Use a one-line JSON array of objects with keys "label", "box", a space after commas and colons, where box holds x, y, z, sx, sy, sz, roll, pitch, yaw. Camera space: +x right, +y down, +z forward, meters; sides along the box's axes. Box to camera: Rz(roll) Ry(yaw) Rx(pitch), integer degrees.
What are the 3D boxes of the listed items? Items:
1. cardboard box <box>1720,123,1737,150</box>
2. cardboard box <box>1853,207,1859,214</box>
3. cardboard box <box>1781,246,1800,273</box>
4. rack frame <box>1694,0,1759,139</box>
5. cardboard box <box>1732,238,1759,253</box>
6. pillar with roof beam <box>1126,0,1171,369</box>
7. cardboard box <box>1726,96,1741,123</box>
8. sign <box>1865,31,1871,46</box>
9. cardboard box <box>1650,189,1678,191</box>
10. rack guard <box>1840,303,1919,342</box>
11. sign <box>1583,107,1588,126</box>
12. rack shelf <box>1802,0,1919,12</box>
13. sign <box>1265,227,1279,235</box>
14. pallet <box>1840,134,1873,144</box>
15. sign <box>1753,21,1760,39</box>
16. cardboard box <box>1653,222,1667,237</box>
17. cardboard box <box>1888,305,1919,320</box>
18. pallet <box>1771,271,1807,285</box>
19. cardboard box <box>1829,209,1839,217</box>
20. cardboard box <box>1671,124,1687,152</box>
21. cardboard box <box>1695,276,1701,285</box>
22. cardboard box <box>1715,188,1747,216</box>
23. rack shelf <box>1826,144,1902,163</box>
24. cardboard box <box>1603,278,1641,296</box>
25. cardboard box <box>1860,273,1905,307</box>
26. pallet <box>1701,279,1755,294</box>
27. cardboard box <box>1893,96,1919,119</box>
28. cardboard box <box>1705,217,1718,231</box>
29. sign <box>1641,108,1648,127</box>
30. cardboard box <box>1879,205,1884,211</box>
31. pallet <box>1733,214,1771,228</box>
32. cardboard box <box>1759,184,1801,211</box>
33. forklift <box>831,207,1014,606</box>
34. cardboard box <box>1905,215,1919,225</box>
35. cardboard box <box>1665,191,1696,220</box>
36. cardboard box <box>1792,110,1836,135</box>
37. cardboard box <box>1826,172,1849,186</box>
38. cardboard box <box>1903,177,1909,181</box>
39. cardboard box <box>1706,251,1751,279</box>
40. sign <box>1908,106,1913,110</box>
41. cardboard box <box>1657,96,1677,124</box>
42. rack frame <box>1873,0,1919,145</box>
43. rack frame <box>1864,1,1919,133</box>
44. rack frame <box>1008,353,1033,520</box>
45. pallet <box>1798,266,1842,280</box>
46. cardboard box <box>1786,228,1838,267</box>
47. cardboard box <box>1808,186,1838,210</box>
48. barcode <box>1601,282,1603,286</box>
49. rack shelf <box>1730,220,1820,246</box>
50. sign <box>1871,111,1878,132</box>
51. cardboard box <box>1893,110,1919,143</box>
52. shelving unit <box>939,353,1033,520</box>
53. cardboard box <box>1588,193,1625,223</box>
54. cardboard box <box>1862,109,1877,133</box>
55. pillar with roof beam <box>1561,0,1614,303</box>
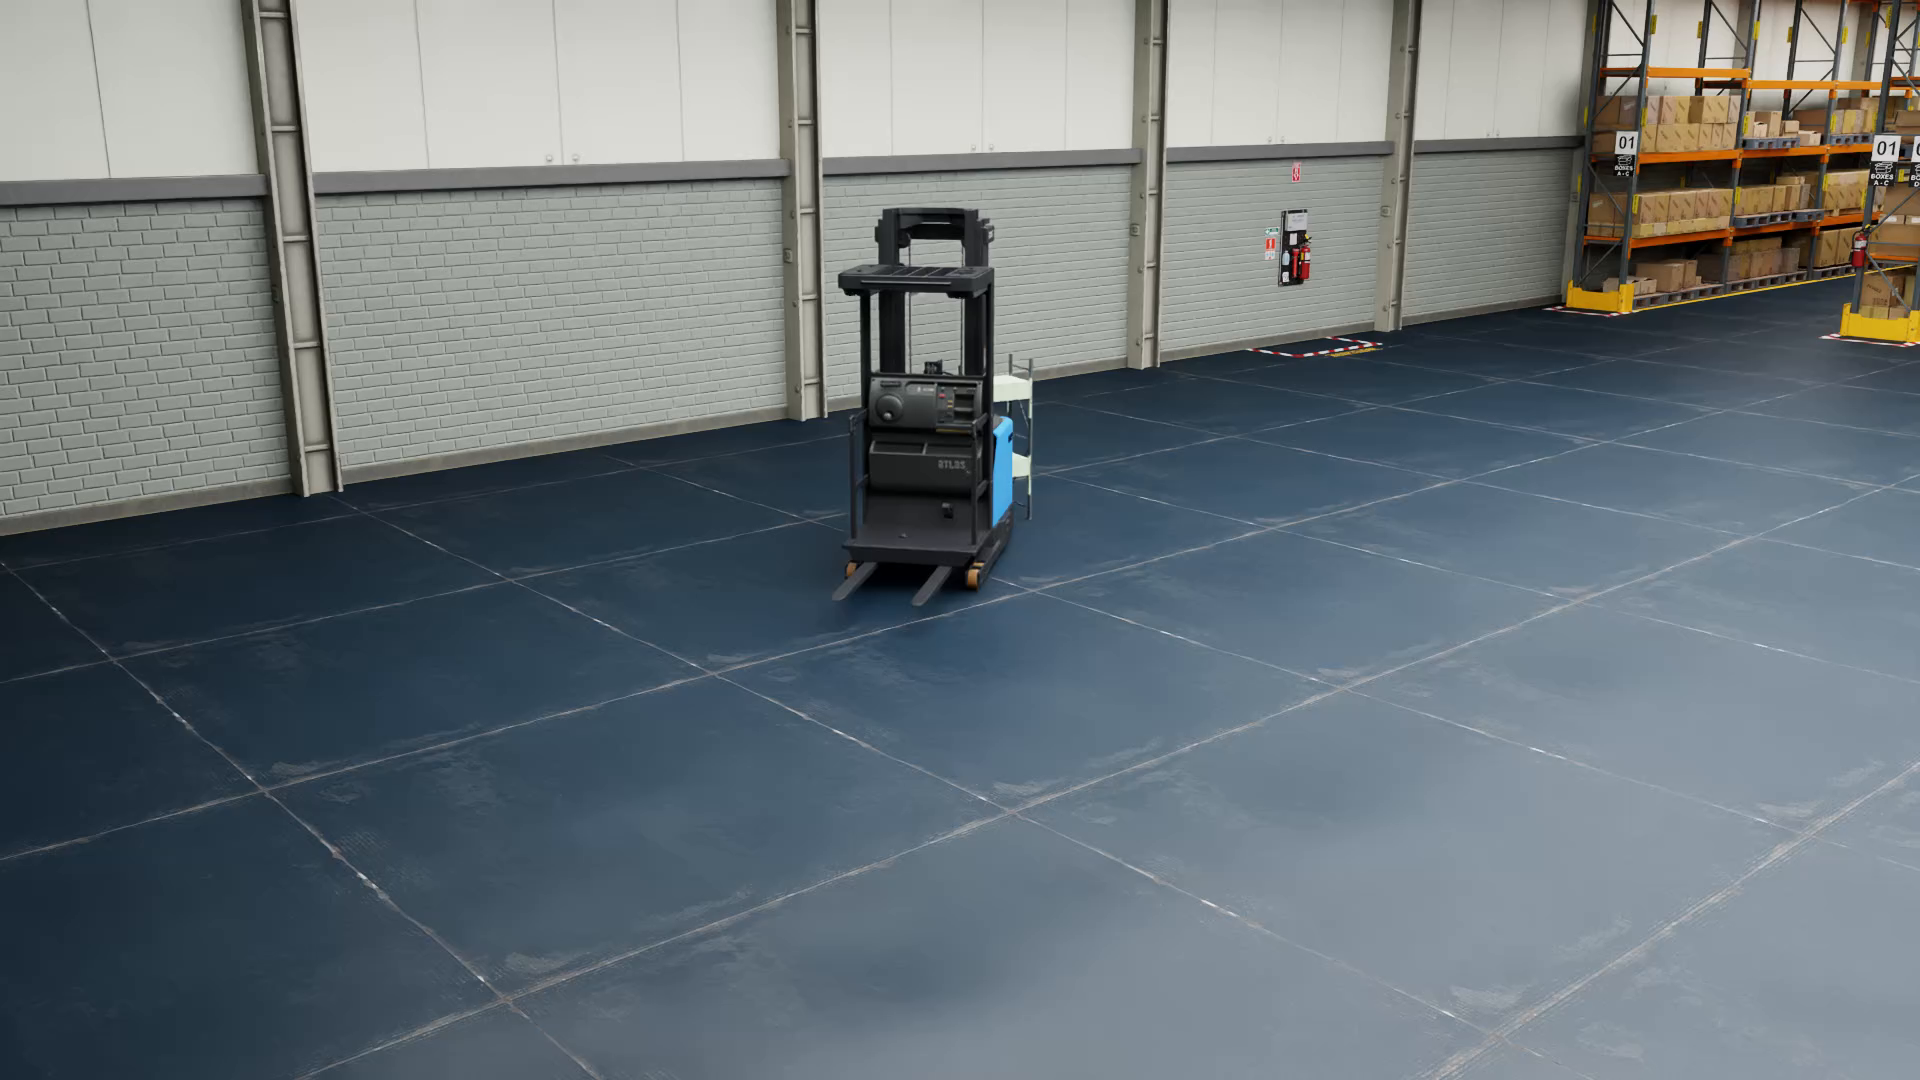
[{"label": "cardboard box", "box": [14.547, -7.763, 31.957, 0.500, 0.500, 0.500, -12, 19, -38]}, {"label": "cardboard box", "box": [19.539, -7.272, 36.610, 0.250, 0.149, 0.380, -12, 19, -38]}, {"label": "cardboard box", "box": [17.277, -5.941, 35.169, 0.500, 0.500, 0.700, -12, 19, -39]}, {"label": "rack frame", "box": [14.768, -9.289, 32.087, 0.127, 3.000, 1.000, -13, 19, -39]}, {"label": "cardboard box", "box": [16.032, -6.050, 34.124, 0.500, 0.250, 0.500, -13, 20, -41]}, {"label": "pillar with roof beam", "box": [5.484, -6.027, 19.877, 0.400, 9.000, 9.100, -13, 19, -39]}, {"label": "cardboard box", "box": [14.568, -8.243, 31.814, 0.500, 0.500, 0.500, 14, 20, 42]}, {"label": "sign", "box": [20.457, -11.284, 37.440, 0.005, 0.325, 0.100, -13, 19, -39]}, {"label": "cardboard box", "box": [13.504, -6.481, 31.998, 0.500, 0.500, 0.500, -12, 19, -38]}, {"label": "rack guard", "box": [14.987, -3.537, 27.024, 0.348, 0.500, 1.175, -13, 19, -39]}, {"label": "sign", "box": [11.401, -7.701, 30.240, 0.005, 0.325, 0.100, -13, 19, -39]}, {"label": "rack shelf", "box": [19.294, -11.563, 35.556, 4.000, 0.370, 1.077, -13, 19, -39]}, {"label": "sign", "box": [4.820, -4.771, 25.702, 0.331, 0.109, 0.001, -13, 19, -39]}, {"label": "pallet", "box": [19.078, -8.735, 36.194, 1.213, 0.211, 1.003, -12, 19, -37]}, {"label": "sign", "box": [15.110, -9.670, 31.549, 0.005, 0.325, 0.100, -13, 19, -39]}, {"label": "cardboard box", "box": [12.709, -5.762, 30.759, 0.500, 0.250, 0.500, -13, 20, -41]}, {"label": "cardboard box", "box": [15.556, -3.671, 27.195, 0.500, 0.250, 0.500, -13, 19, -39]}, {"label": "pallet", "box": [17.195, -5.589, 35.263, 1.213, 0.211, 1.003, -13, 19, -39]}, {"label": "cardboard box", "box": [18.638, -7.036, 35.728, 0.250, 0.149, 0.380, -12, 19, -38]}, {"label": "cardboard box", "box": [12.984, -7.401, 30.599, 0.500, 0.500, 0.500, -12, 19, -37]}, {"label": "cardboard box", "box": [14.384, -5.138, 32.809, 0.380, 0.166, 0.250, 13, 20, 40]}, {"label": "cardboard box", "box": [15.174, -6.731, 33.090, 0.500, 0.500, 0.700, -13, 19, -39]}, {"label": "rack shelf", "box": [19.294, -8.508, 36.372, 4.000, 0.370, 1.077, -13, 19, -39]}, {"label": "cardboard box", "box": [12.331, -4.726, 30.988, 0.500, 0.311, 0.500, 13, 20, 41]}, {"label": "cardboard box", "box": [15.214, -4.135, 27.477, 0.500, 0.500, 0.500, -13, 19, -39]}, {"label": "pallet", "box": [15.354, -5.175, 33.716, 1.213, 0.211, 1.003, -13, 19, -39]}, {"label": "cardboard box", "box": [21.525, -9.802, 37.651, 0.500, 0.500, 0.500, -13, 20, -40]}, {"label": "cardboard box", "box": [14.228, -6.106, 32.047, 0.500, 0.250, 0.500, -13, 19, -39]}, {"label": "sign", "box": [12.107, -7.479, 29.429, 0.005, 0.325, 0.100, -13, 19, -39]}, {"label": "cardboard box", "box": [20.559, -7.474, 37.367, 0.250, 0.149, 0.380, -12, 19, -38]}, {"label": "pallet", "box": [15.440, -6.399, 33.265, 1.213, 0.211, 1.003, -13, 19, -39]}, {"label": "cardboard box", "box": [17.034, -7.147, 34.649, 0.700, 0.500, 0.500, 14, 20, 42]}, {"label": "forklift", "box": [-0.317, -1.124, 13.280, 1.130, 2.935, 3.031, 3, 15, 11]}, {"label": "cardboard box", "box": [15.442, -5.135, 26.712, 0.250, 0.149, 0.380, -13, 20, -40]}, {"label": "cardboard box", "box": [13.463, -6.292, 31.294, 0.500, 0.500, 0.500, -12, 19, -38]}, {"label": "cardboard box", "box": [18.107, -8.870, 35.285, 0.700, 0.500, 0.500, 14, 21, 43]}, {"label": "cardboard box", "box": [18.702, -7.750, 35.689, 0.500, 0.250, 0.500, -13, 20, -40]}, {"label": "cardboard box", "box": [21.223, -7.979, 38.228, 0.700, 0.700, 0.980, -12, 19, -39]}, {"label": "cardboard box", "box": [15.669, -5.620, 33.970, 0.500, 0.500, 0.700, -13, 20, -40]}, {"label": "sign", "box": [21.167, -9.493, 37.051, 0.005, 0.325, 0.100, -13, 19, -39]}, {"label": "cardboard box", "box": [12.612, -7.796, 30.142, 0.500, 0.500, 0.500, -13, 20, -40]}, {"label": "rack frame", "box": [15.005, -7.647, 25.942, 0.127, 3.000, 1.000, -13, 19, -39]}, {"label": "rack frame", "box": [20.803, -10.644, 37.161, 0.127, 3.000, 1.000, -13, 19, -39]}, {"label": "rack frame", "box": [0.559, -0.961, 15.443, 0.023, 1.500, 0.400, -8, 17, -28]}, {"label": "pallet", "box": [18.430, -5.840, 36.203, 1.213, 0.211, 1.003, -13, 19, -39]}, {"label": "cardboard box", "box": [18.426, -6.331, 35.992, 0.750, 0.750, 0.750, -13, 20, -40]}, {"label": "cardboard box", "box": [18.320, -7.302, 35.466, 0.500, 0.500, 0.500, -12, 19, -38]}, {"label": "barcode", "box": [12.083, -4.811, 31.290, 0.075, 0.075, 0.001, -13, 19, -39]}, {"label": "rack shelf", "box": [16.277, -6.382, 34.223, 4.000, 0.370, 1.077, -13, 19, -39]}, {"label": "sign", "box": [14.659, -6.696, 26.630, 0.005, 0.325, 0.100, -13, 19, -39]}, {"label": "cardboard box", "box": [15.441, -6.615, 26.605, 0.637, 0.503, 0.797, -11, 18, -36]}, {"label": "shelving unit", "box": [0.239, -0.915, 15.271, 0.755, 1.500, 0.431, -8, 17, -28]}, {"label": "cardboard box", "box": [11.966, -6.133, 30.698, 0.500, 0.500, 0.500, -13, 20, -40]}, {"label": "cardboard box", "box": [19.690, -9.221, 36.600, 0.500, 0.500, 0.700, -13, 20, -40]}, {"label": "pillar with roof beam", "box": [14.537, -8.060, 27.487, 0.400, 9.000, 9.100, -13, 19, -39]}]
